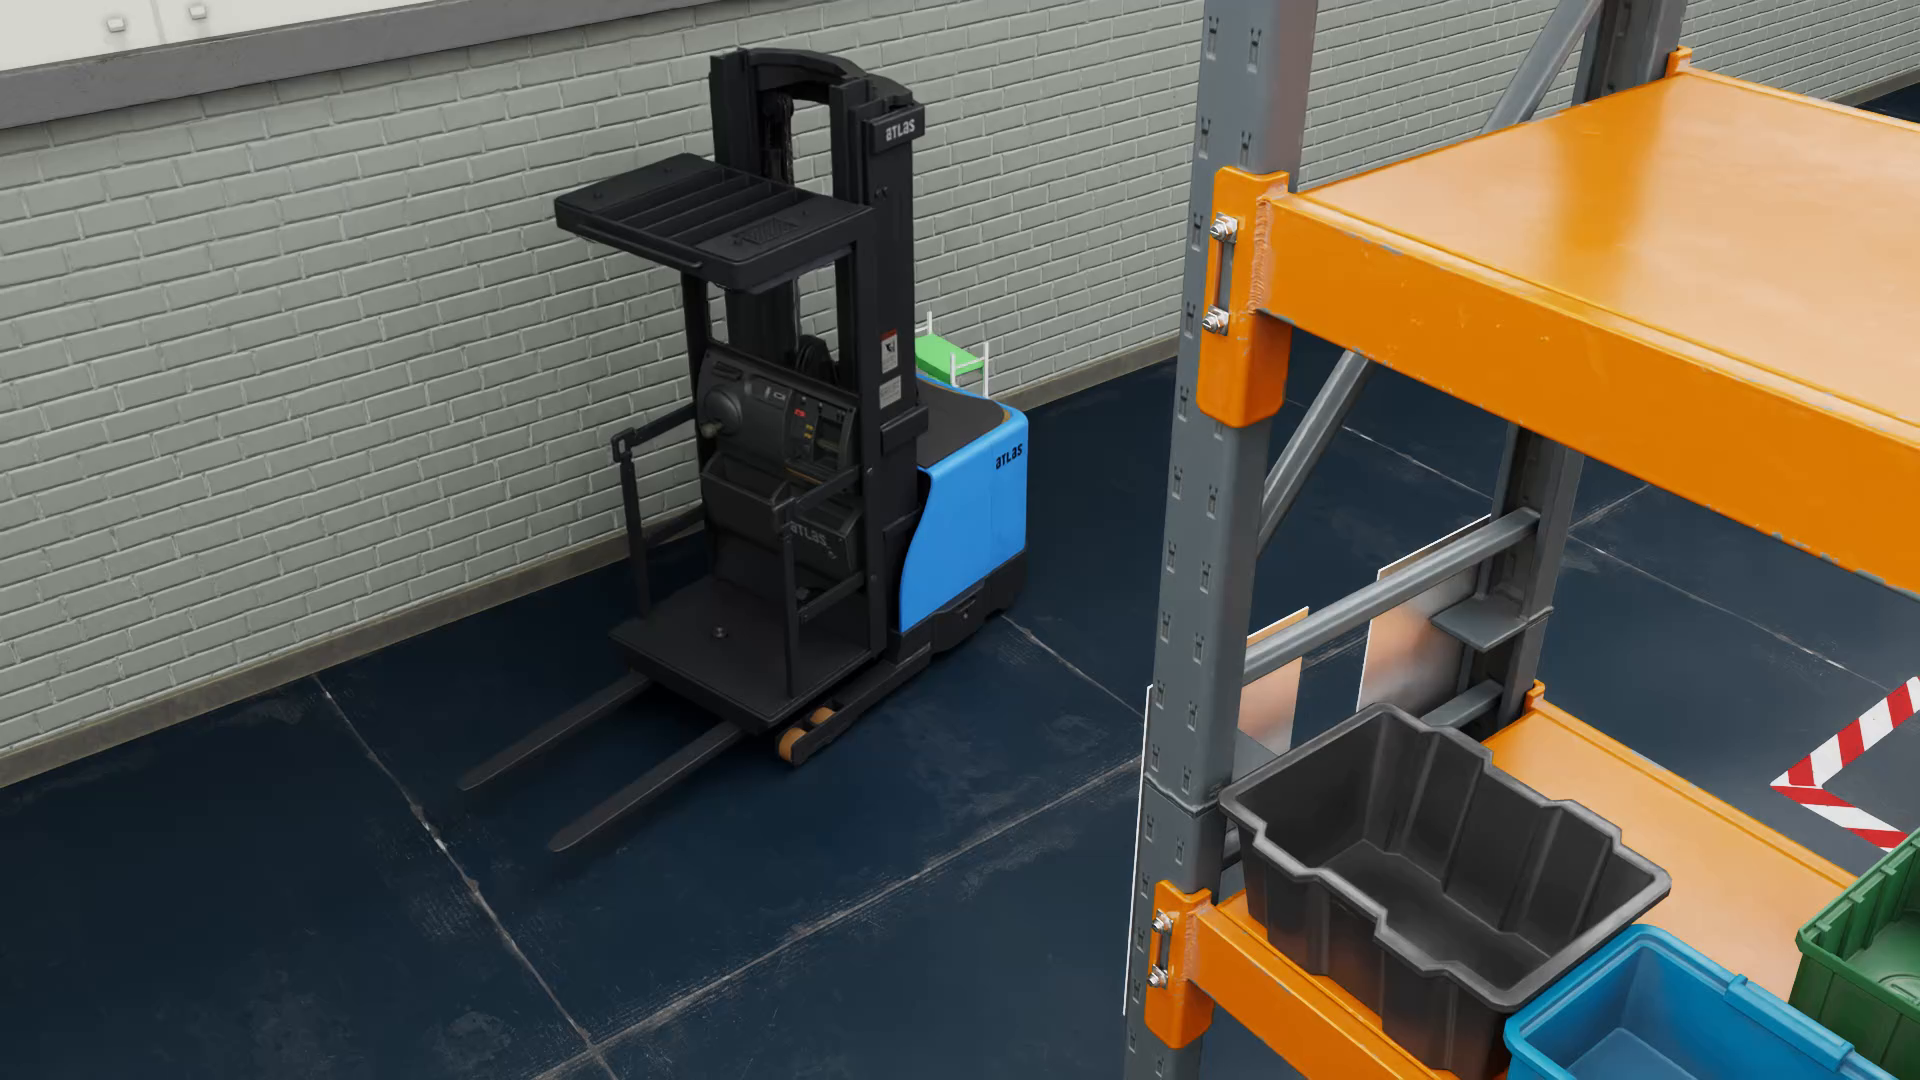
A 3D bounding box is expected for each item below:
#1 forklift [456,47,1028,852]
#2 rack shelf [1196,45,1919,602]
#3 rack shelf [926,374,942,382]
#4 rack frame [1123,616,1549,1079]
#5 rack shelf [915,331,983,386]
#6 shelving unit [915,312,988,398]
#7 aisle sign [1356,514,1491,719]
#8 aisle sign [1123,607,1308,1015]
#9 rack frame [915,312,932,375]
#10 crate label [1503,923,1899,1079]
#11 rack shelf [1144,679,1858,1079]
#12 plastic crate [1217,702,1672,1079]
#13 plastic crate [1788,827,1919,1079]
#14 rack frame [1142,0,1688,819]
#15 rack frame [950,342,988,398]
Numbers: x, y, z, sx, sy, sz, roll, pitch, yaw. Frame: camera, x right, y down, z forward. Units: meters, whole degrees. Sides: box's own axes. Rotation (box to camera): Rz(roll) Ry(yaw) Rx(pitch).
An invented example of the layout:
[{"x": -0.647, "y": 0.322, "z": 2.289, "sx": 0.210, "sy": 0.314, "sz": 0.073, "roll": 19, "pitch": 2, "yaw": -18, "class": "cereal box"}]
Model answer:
[{"x": -0.959, "y": -0.517, "z": 7.304, "sx": 1.130, "sy": 2.935, "sz": 3.031, "roll": 23, "pitch": 39, "yaw": 32, "class": "forklift"}, {"x": 1.977, "y": 0.318, "z": 1.270, "sx": 1.077, "sy": 0.370, "sz": 4.000, "roll": -22, "pitch": 38, "yaw": -31, "class": "rack shelf"}, {"x": -0.102, "y": -0.728, "z": 8.952, "sx": 0.258, "sy": 0.148, "sz": 0.480, "roll": -22, "pitch": 38, "yaw": -31, "class": "rack shelf"}, {"x": 0.751, "y": 1.557, "z": 3.899, "sx": 1.000, "sy": 3.000, "sz": 0.127, "roll": -22, "pitch": 38, "yaw": -31, "class": "rack frame"}, {"x": -0.102, "y": -0.932, "z": 8.825, "sx": 0.258, "sy": 0.148, "sz": 0.480, "roll": -22, "pitch": 38, "yaw": -31, "class": "rack shelf"}, {"x": -0.102, "y": -0.579, "z": 9.044, "sx": 0.258, "sy": 1.200, "sz": 0.503, "roll": -22, "pitch": 38, "yaw": -31, "class": "shelving unit"}, {"x": 0.938, "y": 0.328, "z": 3.414, "sx": 0.394, "sy": 0.787, "sz": 0.004, "roll": -22, "pitch": 38, "yaw": -31, "class": "aisle sign"}, {"x": 0.472, "y": 0.519, "z": 3.107, "sx": 0.394, "sy": 0.787, "sz": 0.004, "roll": -22, "pitch": 38, "yaw": -31, "class": "aisle sign"}, {"x": -0.251, "y": -0.680, "z": 9.208, "sx": 0.240, "sy": 1.200, "sz": 0.015, "roll": -22, "pitch": 38, "yaw": -31, "class": "rack frame"}, {"x": 1.061, "y": 0.835, "z": 2.360, "sx": 0.408, "sy": 0.251, "sz": 0.502, "roll": -22, "pitch": 38, "yaw": -31, "class": "crate label"}, {"x": 1.977, "y": 1.422, "z": 1.956, "sx": 1.077, "sy": 0.370, "sz": 4.000, "roll": -22, "pitch": 38, "yaw": -31, "class": "rack shelf"}, {"x": 0.767, "y": 0.589, "z": 2.739, "sx": 0.497, "sy": 0.269, "sz": 0.590, "roll": -22, "pitch": 38, "yaw": -31, "class": "plastic crate"}, {"x": 1.581, "y": 0.692, "z": 2.651, "sx": 0.450, "sy": 0.188, "sz": 0.336, "roll": -22, "pitch": 38, "yaw": -31, "class": "plastic crate"}, {"x": 0.751, "y": -0.991, "z": 2.317, "sx": 1.000, "sy": 3.000, "sz": 0.127, "roll": -22, "pitch": 38, "yaw": -31, "class": "rack frame"}, {"x": 0.048, "y": -0.477, "z": 8.881, "sx": 0.240, "sy": 1.200, "sz": 0.015, "roll": -22, "pitch": 38, "yaw": -31, "class": "rack frame"}]
